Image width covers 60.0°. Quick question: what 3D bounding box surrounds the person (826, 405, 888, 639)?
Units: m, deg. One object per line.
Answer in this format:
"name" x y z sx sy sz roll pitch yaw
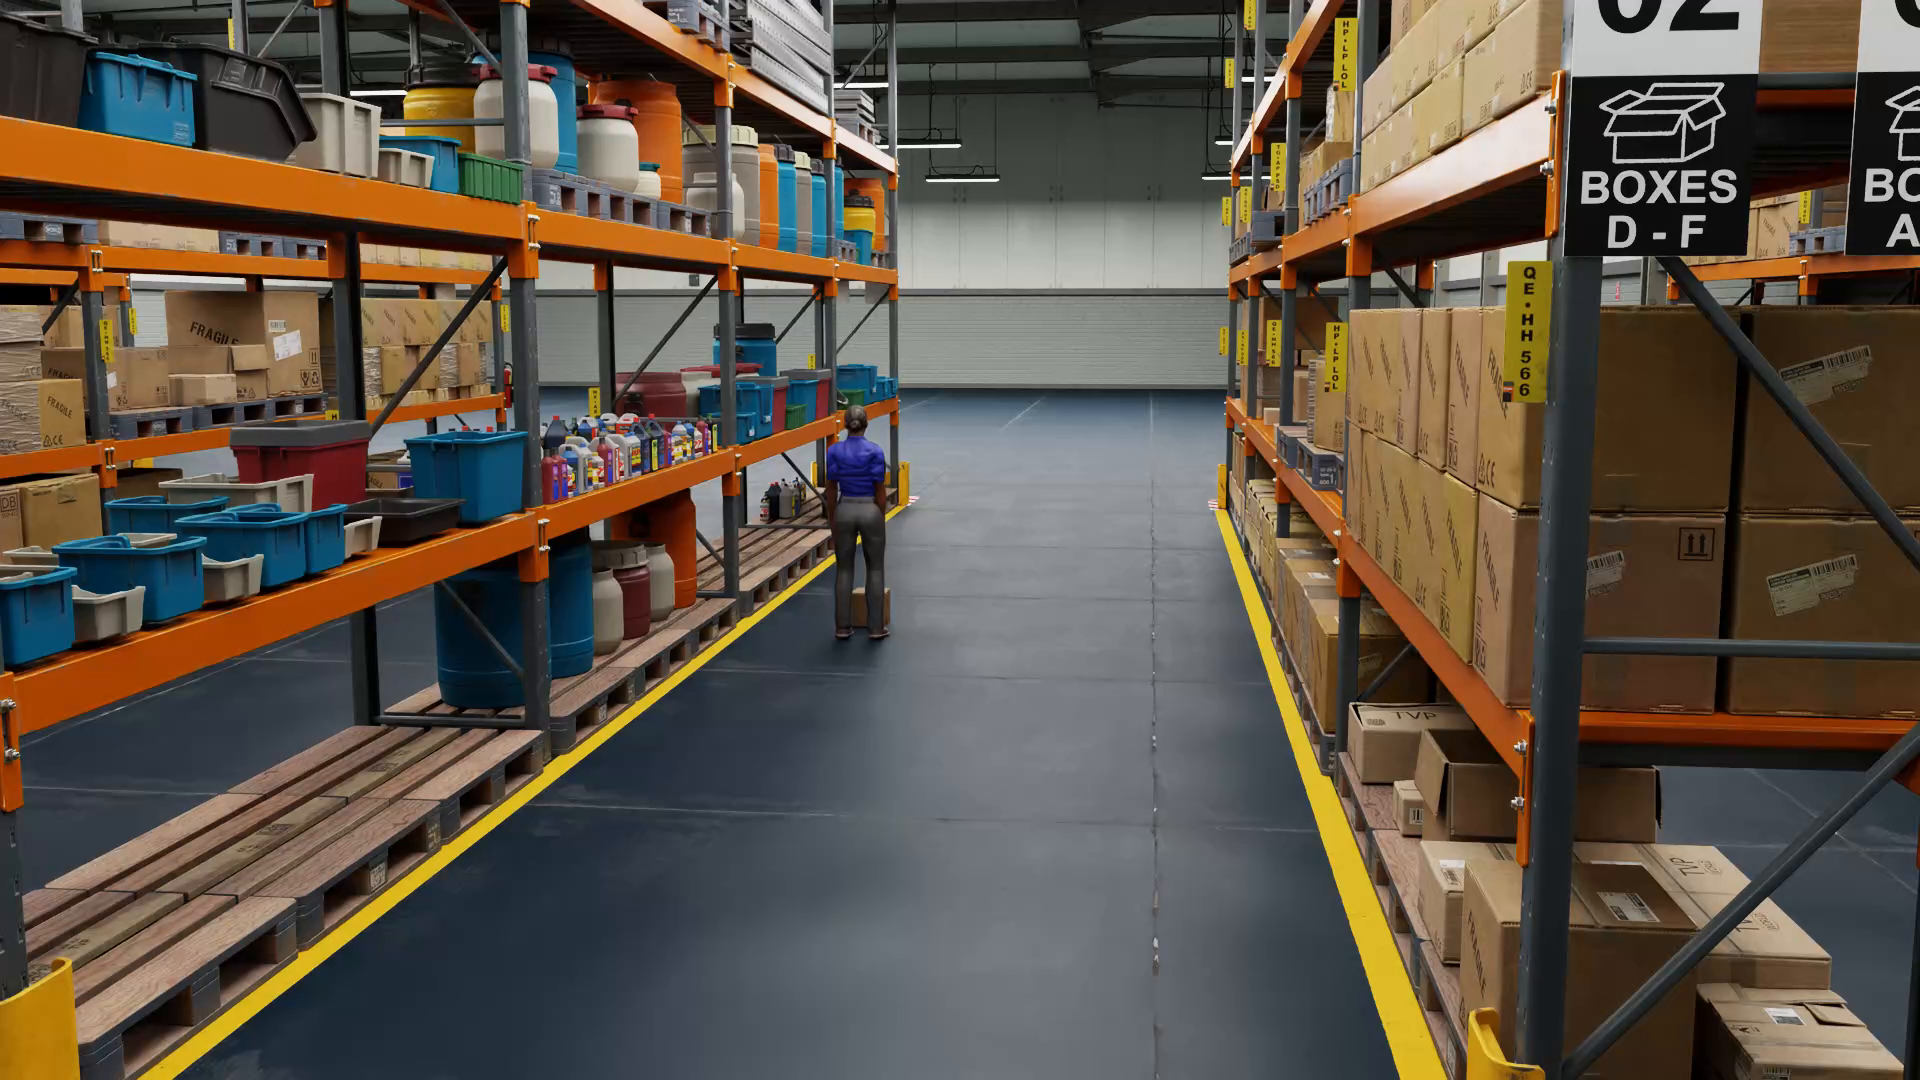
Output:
"person" -0.732 -0.128 11.784 0.437 1.658 0.300 1 8 8
